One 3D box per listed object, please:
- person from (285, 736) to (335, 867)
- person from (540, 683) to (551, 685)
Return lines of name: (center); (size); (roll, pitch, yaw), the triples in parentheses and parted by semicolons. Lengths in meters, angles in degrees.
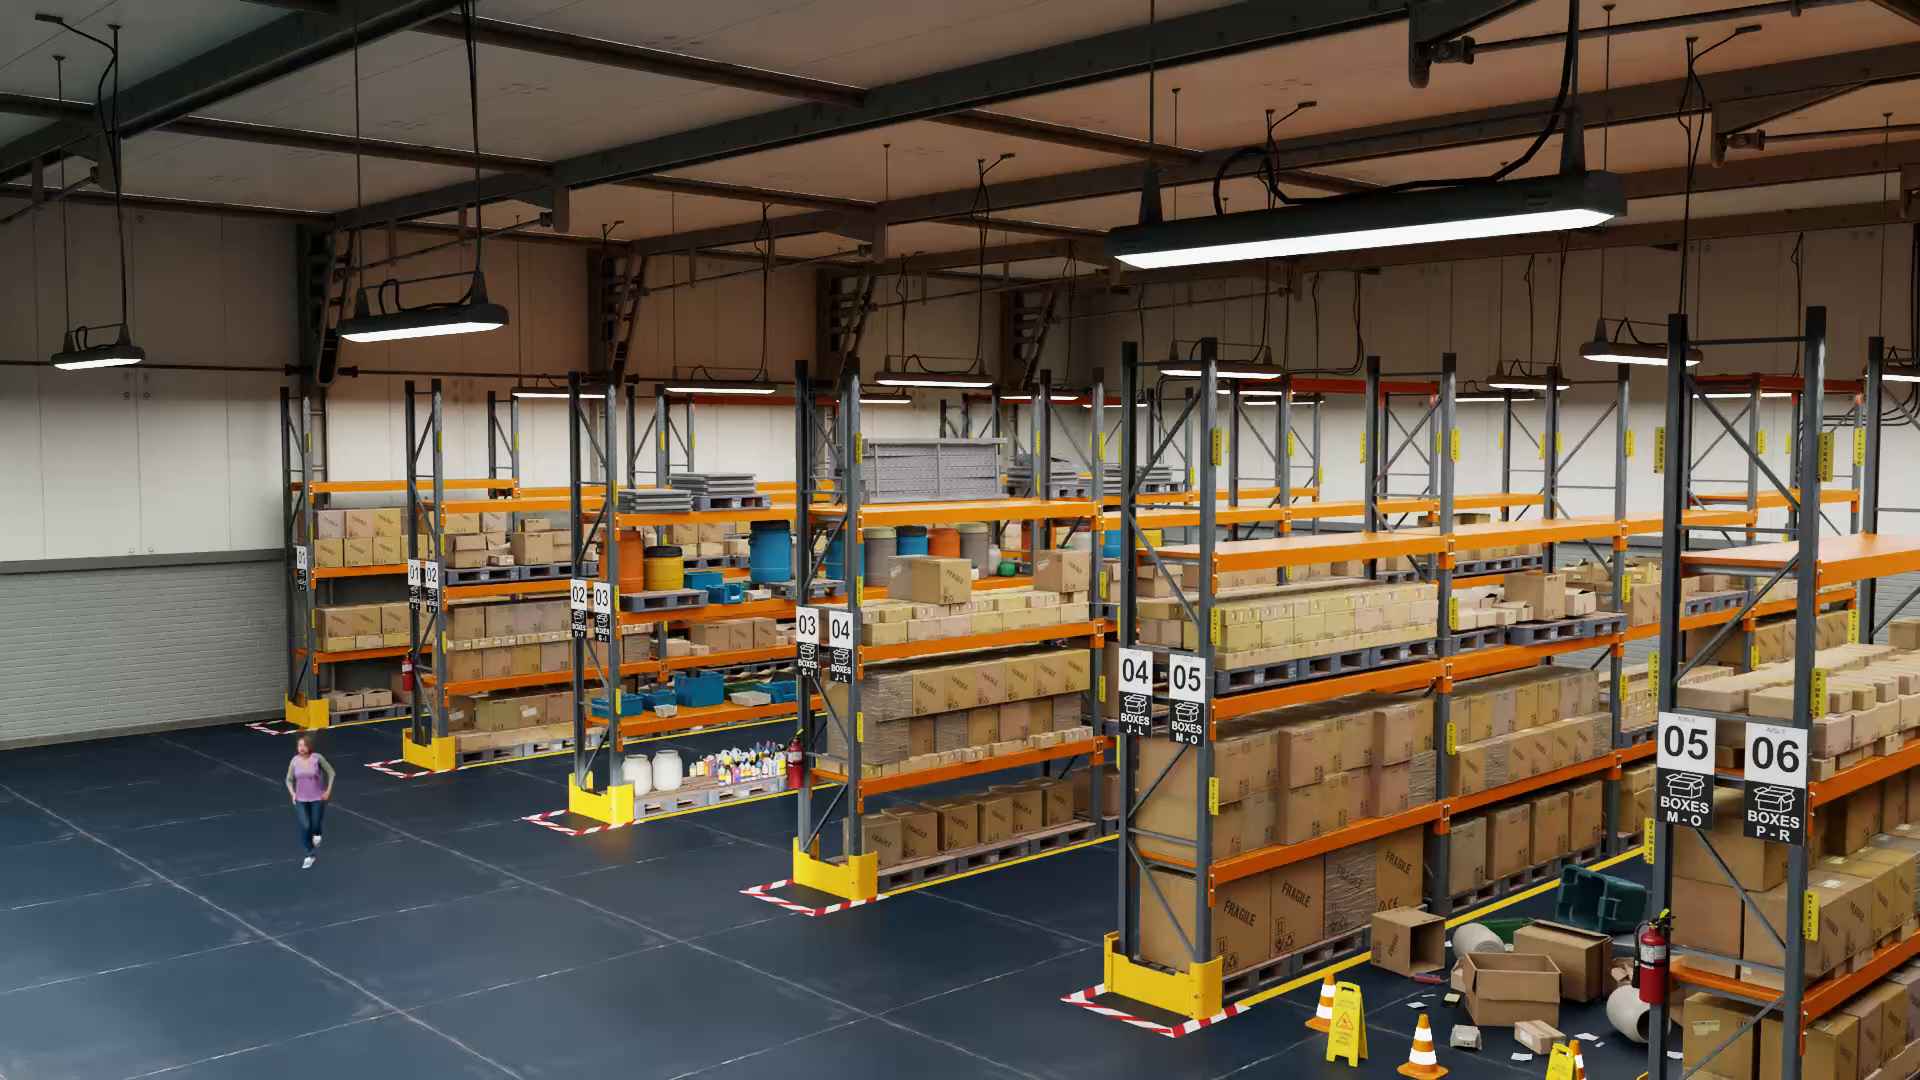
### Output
person: (-7.797, 3.119, 19.970); (0.554, 1.573, 0.610); (-1, 4, -11)
person: (-7.299, 2.468, 29.427); (0.850, 1.667, 0.591); (-4, 5, -44)
